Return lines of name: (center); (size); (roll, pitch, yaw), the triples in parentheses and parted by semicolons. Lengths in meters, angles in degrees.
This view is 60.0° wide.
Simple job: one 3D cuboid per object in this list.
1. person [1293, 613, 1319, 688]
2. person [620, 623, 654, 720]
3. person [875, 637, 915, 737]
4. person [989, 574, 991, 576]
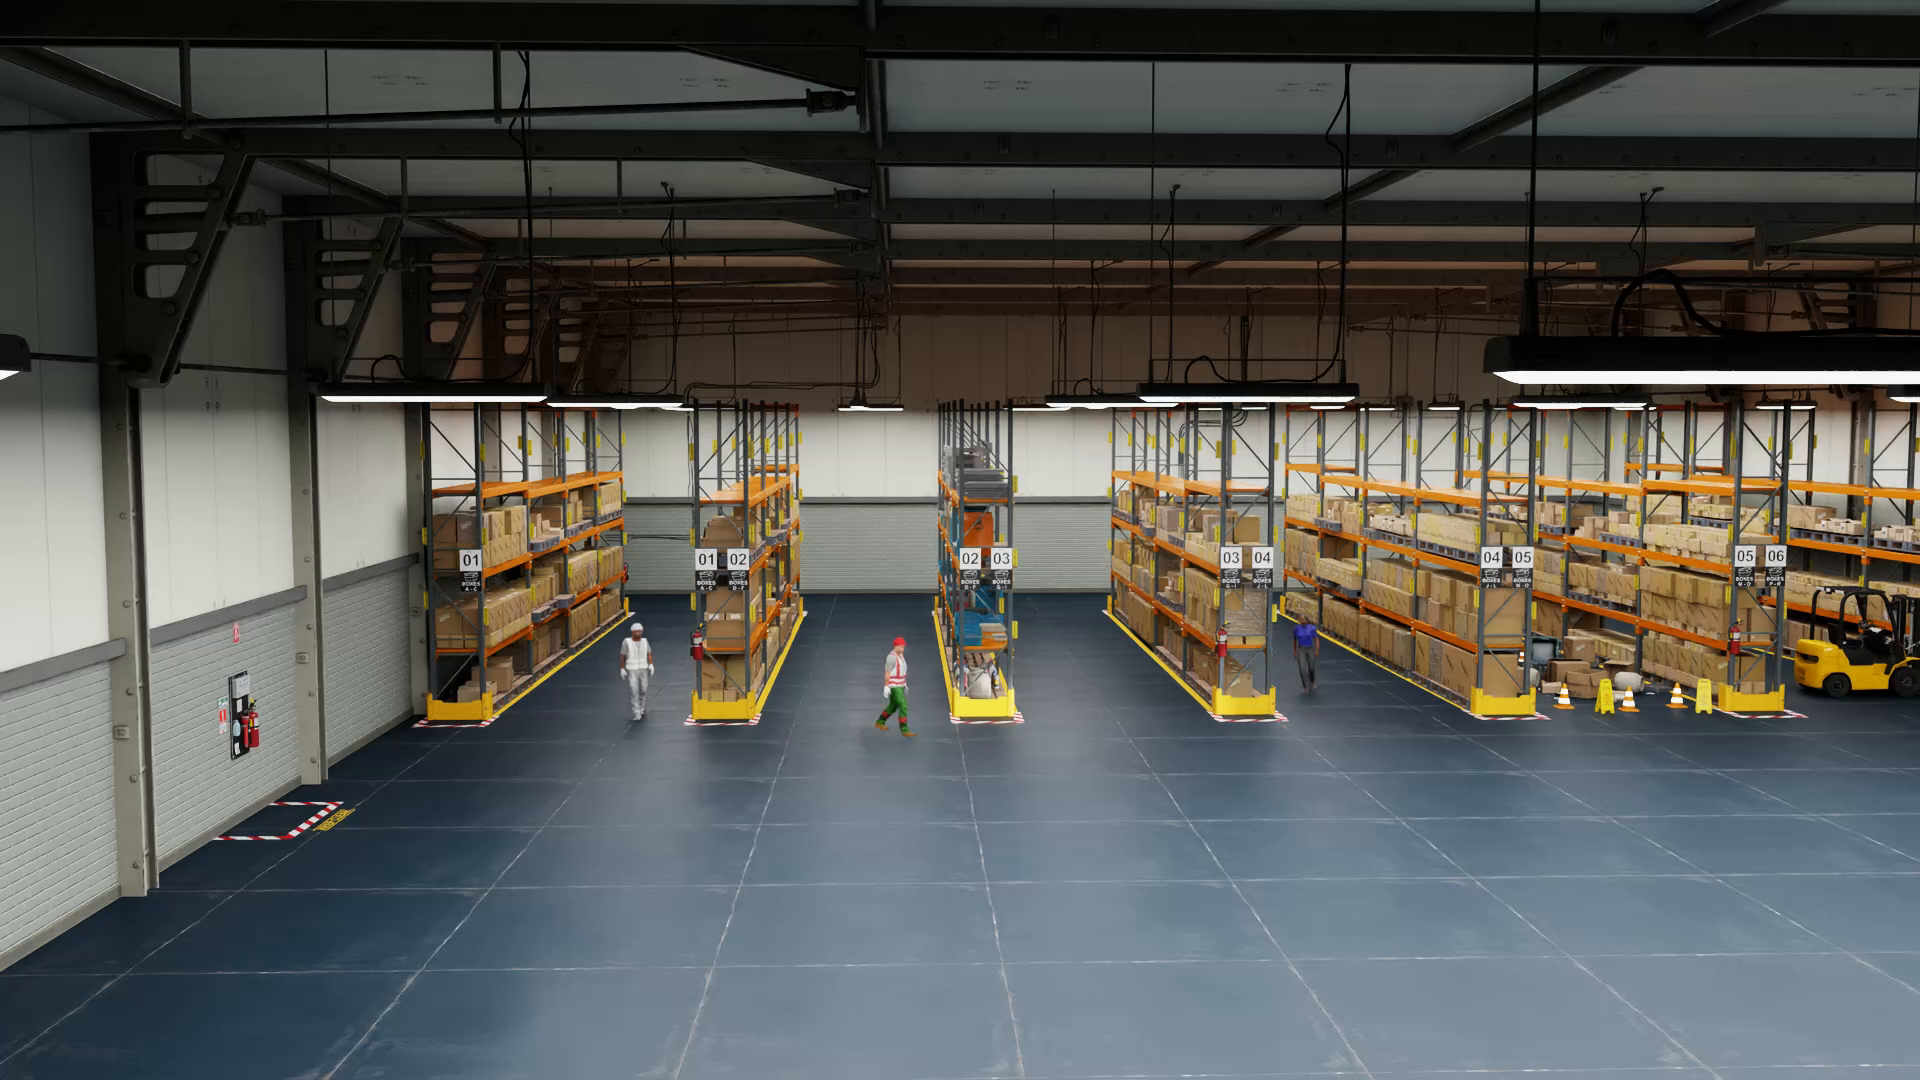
person: (7.137, 2.271, 34.286); (0.522, 1.563, 0.439); (1, 5, 17)
person: (-6.035, 2.475, 31.360); (0.582, 1.772, 0.781); (-3, 5, -32)
person: (-1.149, 2.602, 29.638); (0.915, 1.754, 0.547); (1, 5, 18)
person: (1.092, 1.168, 48.670); (0.561, 1.652, 1.058); (-1, 4, -12)
